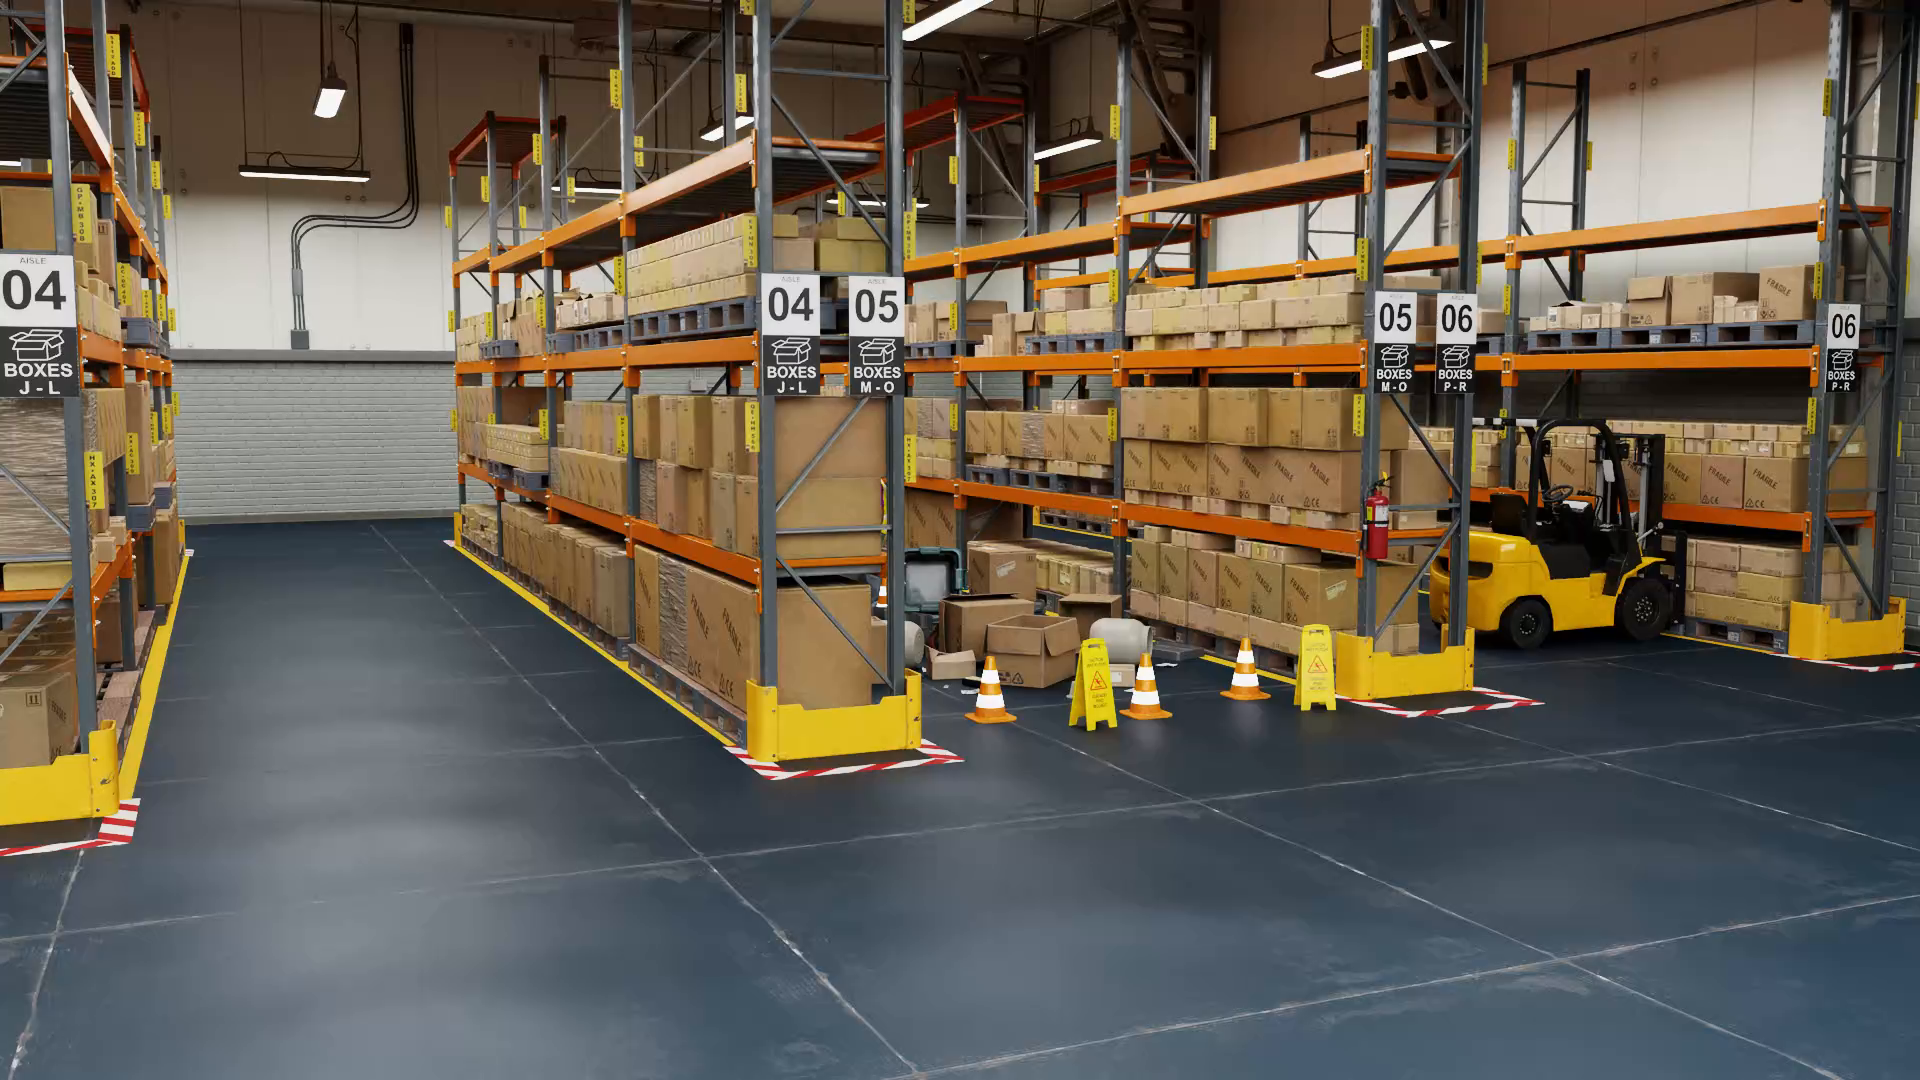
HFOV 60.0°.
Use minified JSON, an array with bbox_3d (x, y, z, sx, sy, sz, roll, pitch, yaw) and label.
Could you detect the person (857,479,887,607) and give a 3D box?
[{"bbox_3d":[-1.012,-0.084,18.056,0.456,1.761,0.628,-2,6,-23],"label":"person"}]
